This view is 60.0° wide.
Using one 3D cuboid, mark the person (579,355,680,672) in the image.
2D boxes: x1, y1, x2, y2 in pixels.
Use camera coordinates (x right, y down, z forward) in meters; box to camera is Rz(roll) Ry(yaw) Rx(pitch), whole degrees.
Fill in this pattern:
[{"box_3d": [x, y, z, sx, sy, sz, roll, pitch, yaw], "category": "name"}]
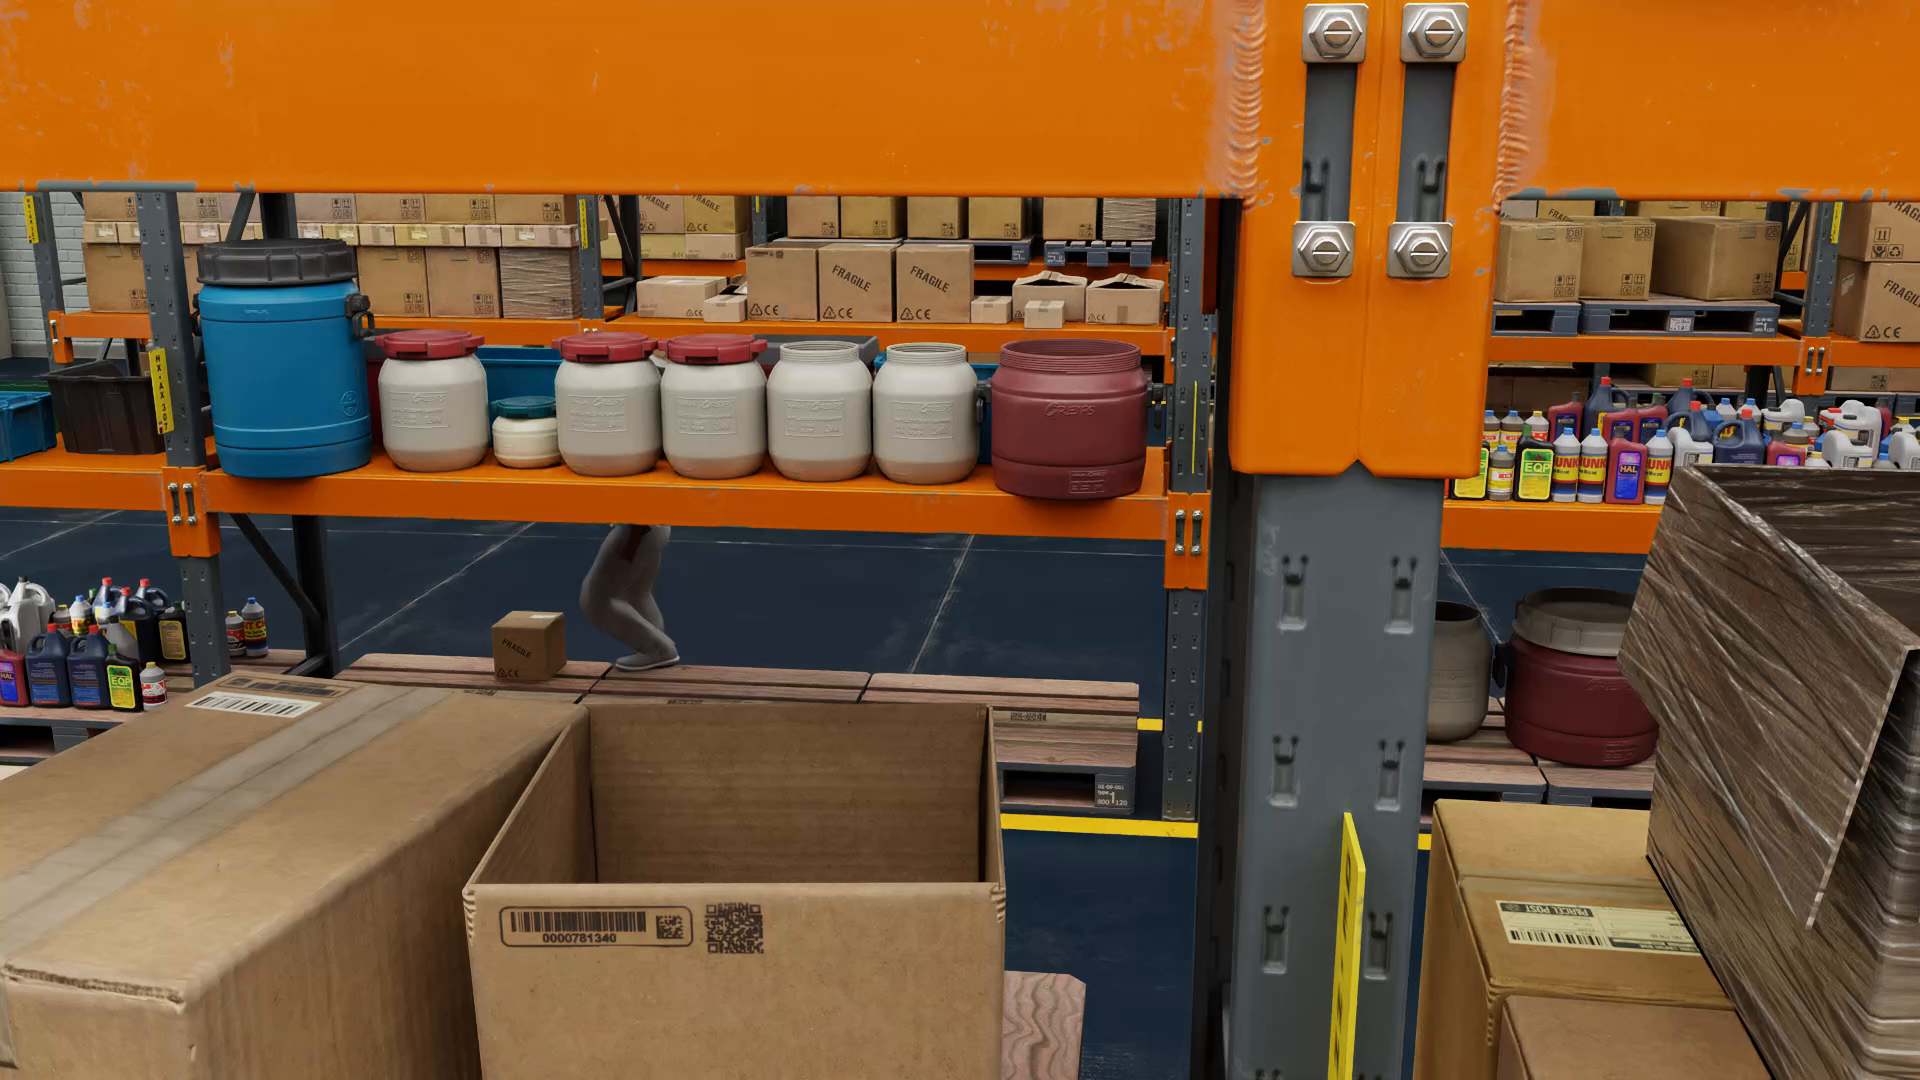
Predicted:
[{"box_3d": [-1.524, -0.029, 7.634, 0.495, 1.660, 0.438, -4, 15, -16], "category": "person"}]
